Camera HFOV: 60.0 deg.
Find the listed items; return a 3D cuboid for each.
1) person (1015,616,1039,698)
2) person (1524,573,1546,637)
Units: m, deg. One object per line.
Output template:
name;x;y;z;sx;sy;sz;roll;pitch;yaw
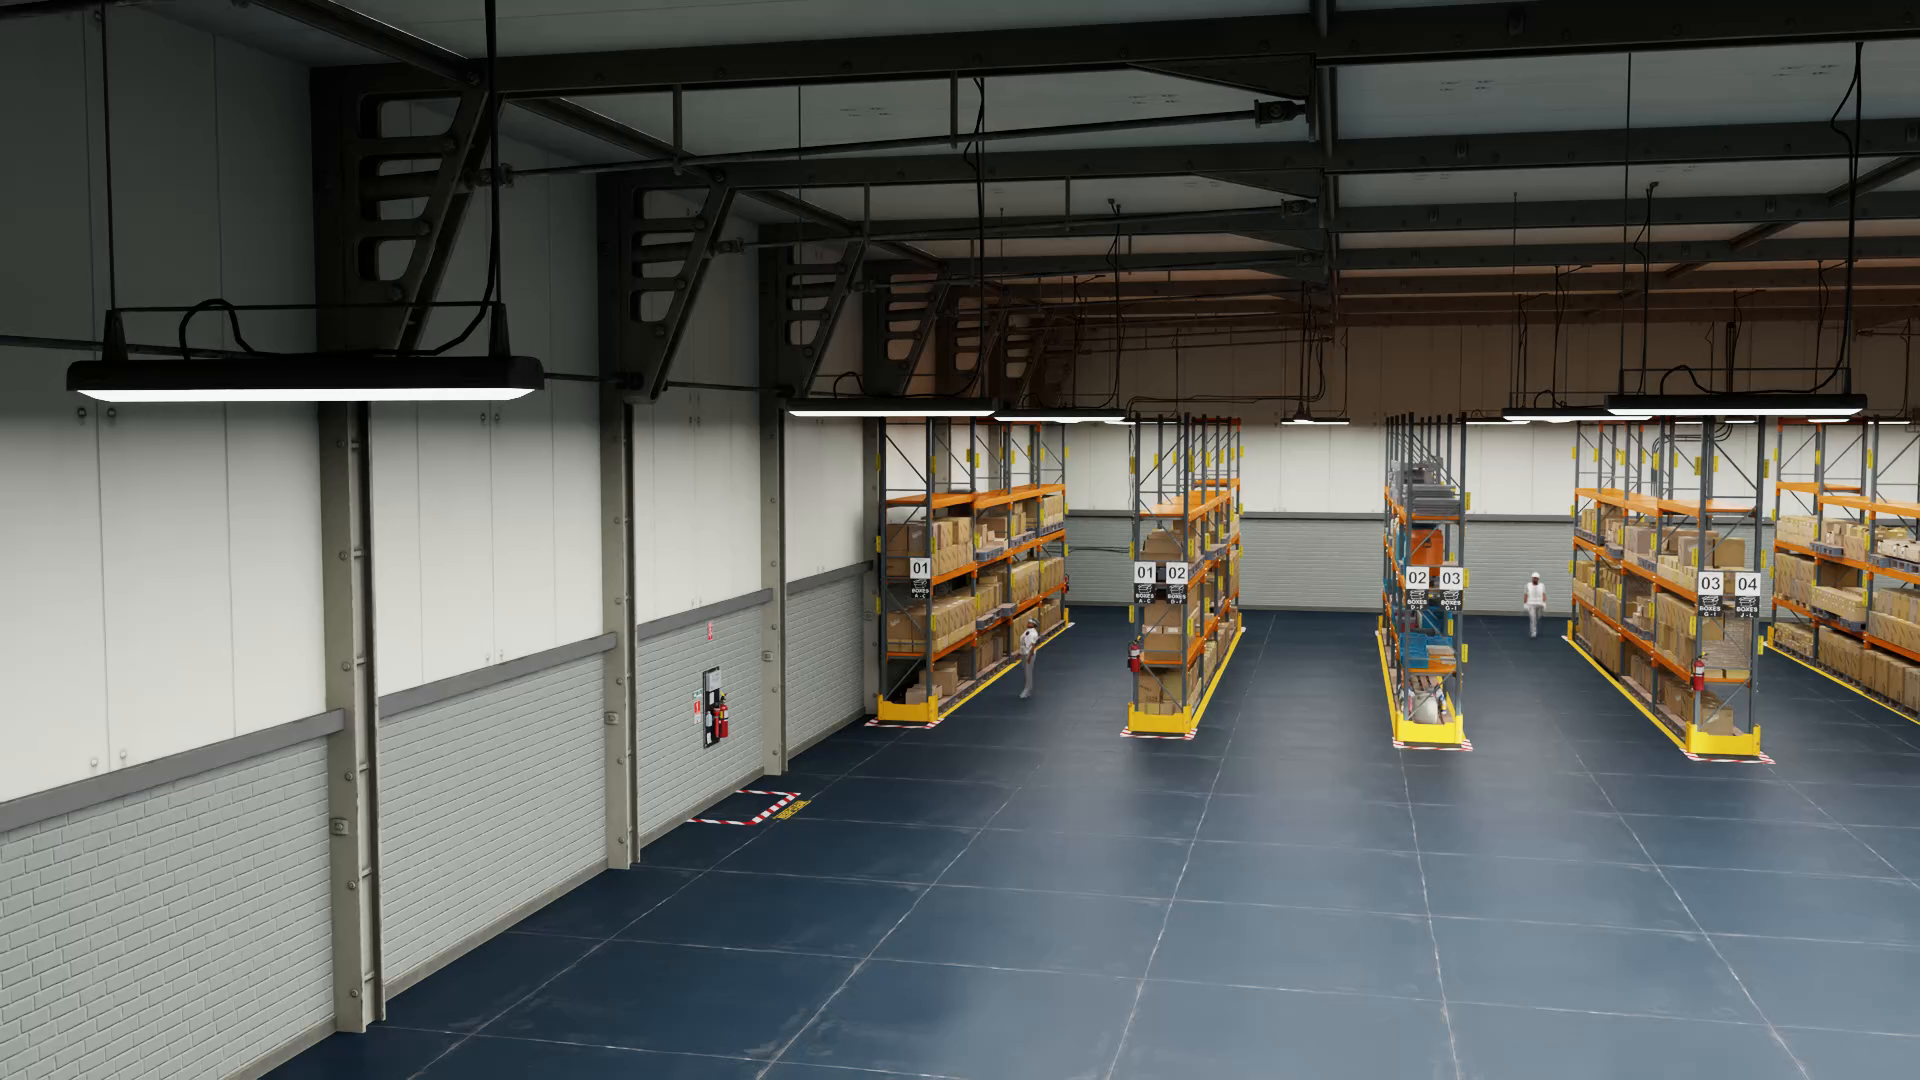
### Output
person;1.428;2.481;35.547;0.581;1.706;0.472;-2;5;-32
person;15.741;1.768;45.549;0.536;1.753;1.034;0;4;0
